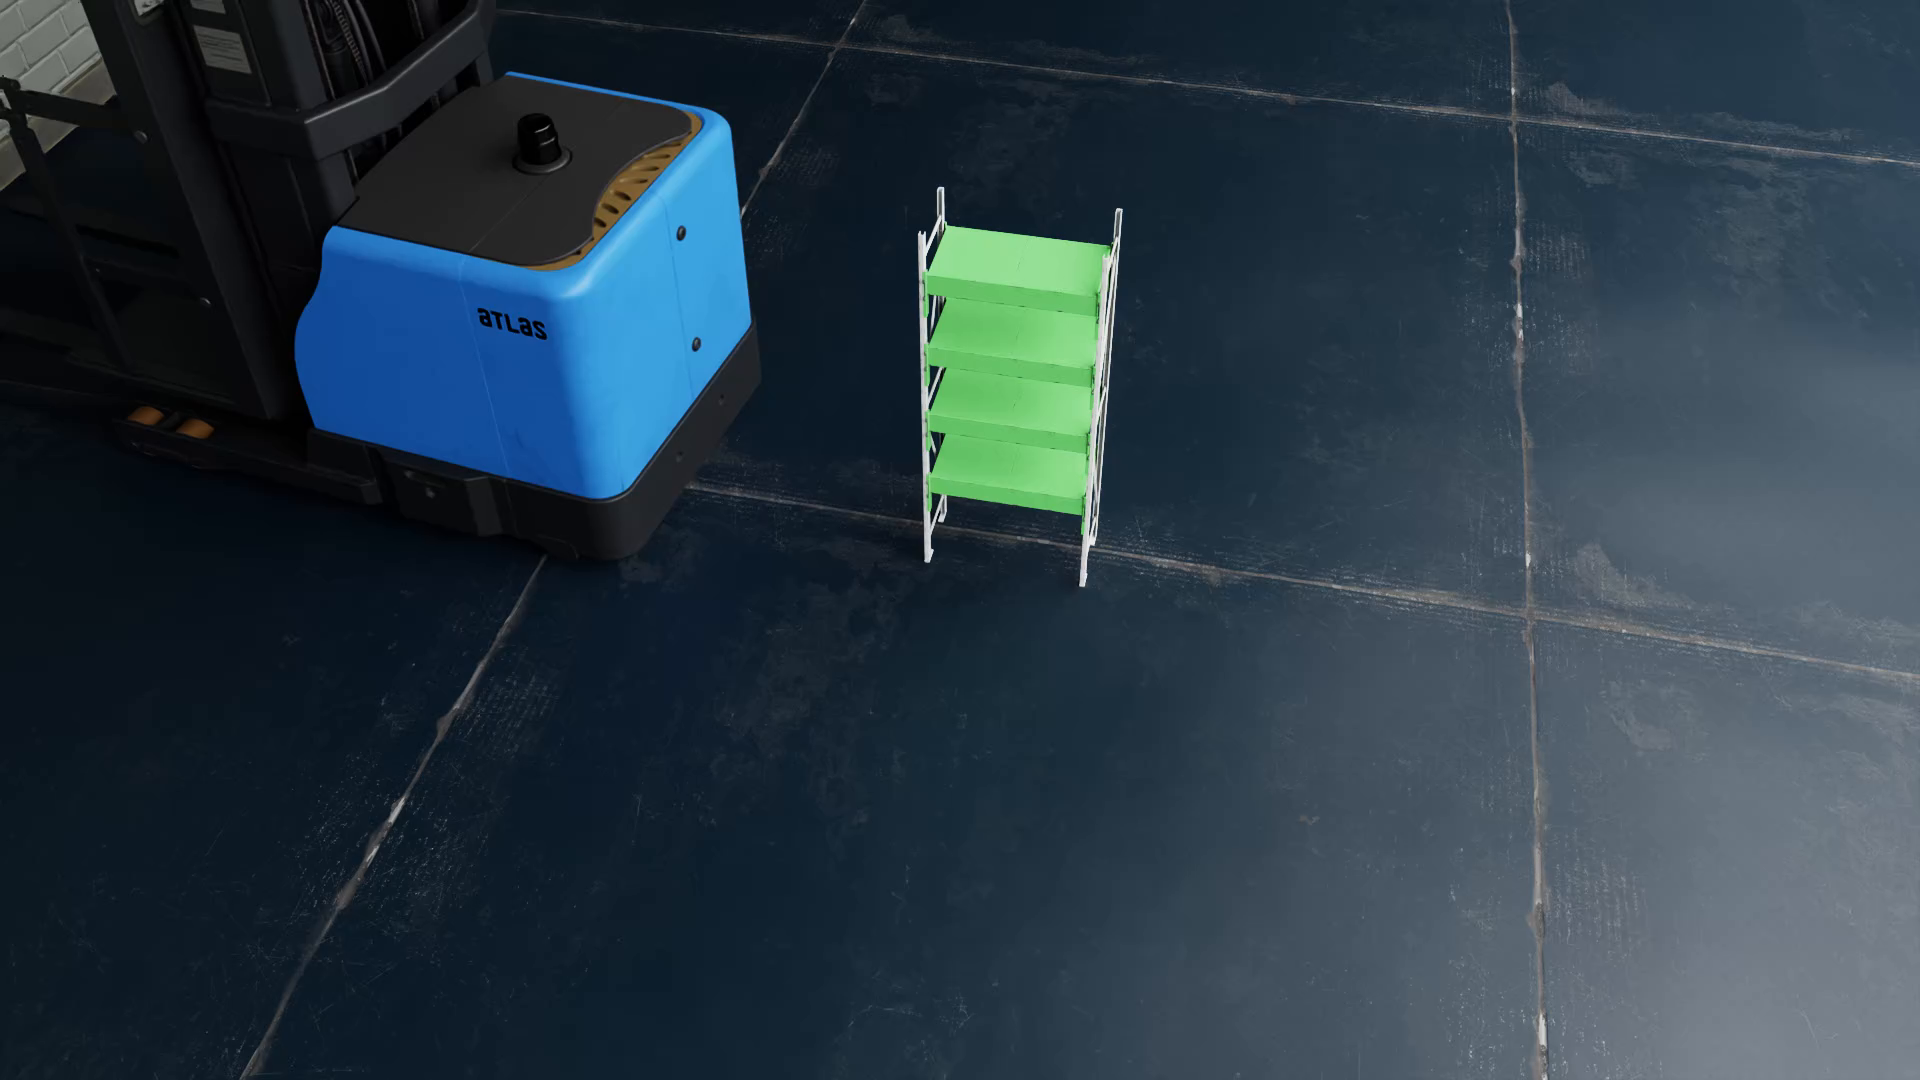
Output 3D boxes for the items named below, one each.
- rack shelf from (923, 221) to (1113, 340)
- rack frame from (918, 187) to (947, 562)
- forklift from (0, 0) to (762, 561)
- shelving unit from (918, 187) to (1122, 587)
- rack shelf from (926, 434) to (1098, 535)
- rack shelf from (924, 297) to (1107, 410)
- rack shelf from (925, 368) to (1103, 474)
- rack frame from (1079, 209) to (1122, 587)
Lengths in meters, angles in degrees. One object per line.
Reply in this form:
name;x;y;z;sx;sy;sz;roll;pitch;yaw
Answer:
rack shelf;0.162;-0.707;4.519;0.480;0.148;0.258;9;45;9
rack frame;-0.077;-0.444;4.846;0.015;1.200;0.240;9;45;9
forklift;-2.256;-1.619;4.818;3.031;2.935;1.130;14;46;14
shelving unit;0.162;-0.407;4.808;0.503;1.200;0.258;9;45;9
rack shelf;0.162;-0.188;5.019;0.480;0.148;0.258;9;45;9
rack shelf;0.162;-0.534;4.686;0.480;0.148;0.258;9;45;9
rack shelf;0.162;-0.361;4.852;0.480;0.148;0.258;9;45;9
rack frame;0.400;-0.370;4.769;0.015;1.200;0.240;9;45;9
